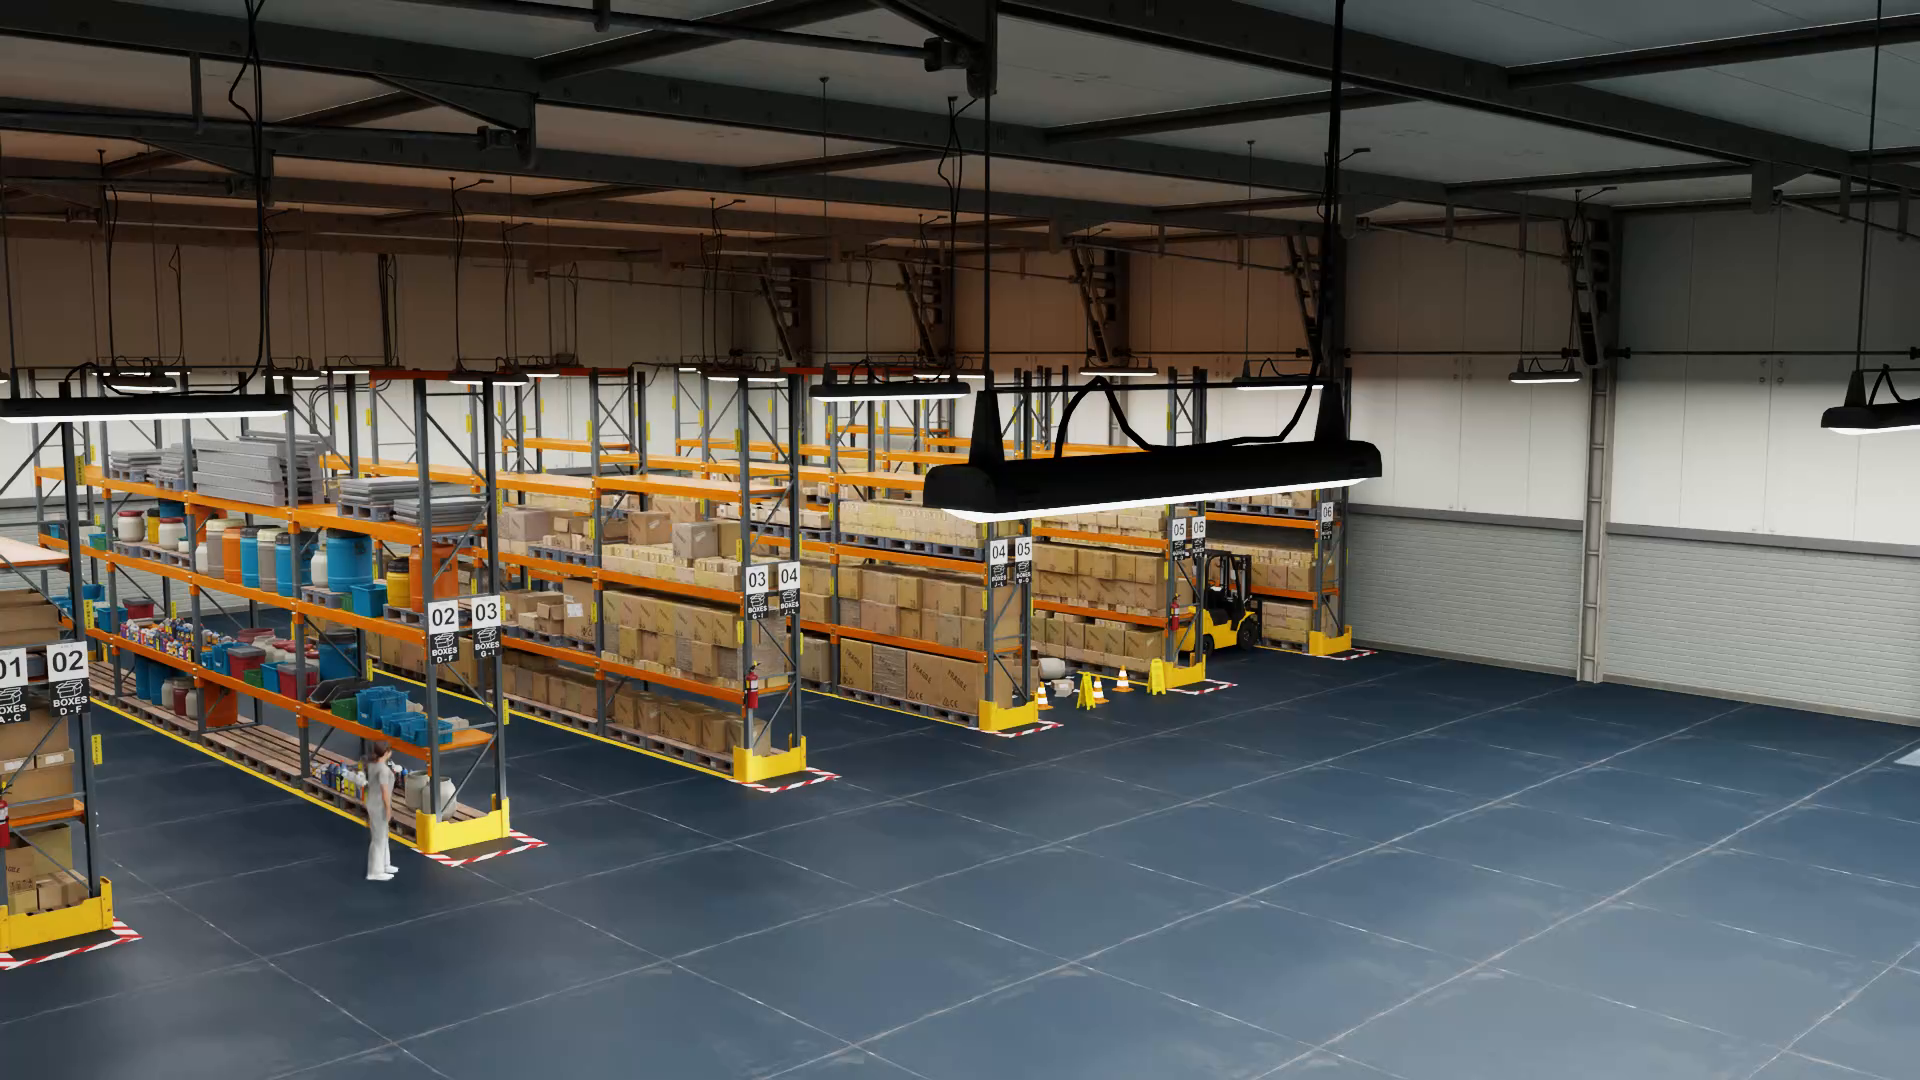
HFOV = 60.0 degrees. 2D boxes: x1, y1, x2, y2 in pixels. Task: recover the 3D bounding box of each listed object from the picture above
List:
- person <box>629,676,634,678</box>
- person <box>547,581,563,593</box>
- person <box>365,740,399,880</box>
[{"bbox_3d":[-6.225,1.856,32.228,0.484,1.690,0.356,3,7,22],"label":"person"},{"bbox_3d":[-10.424,0.661,42.607,0.589,1.760,0.533,-6,9,-42],"label":"person"},{"bbox_3d":[-7.011,3.245,20.089,0.383,1.680,0.526,-3,7,-26],"label":"person"}]
